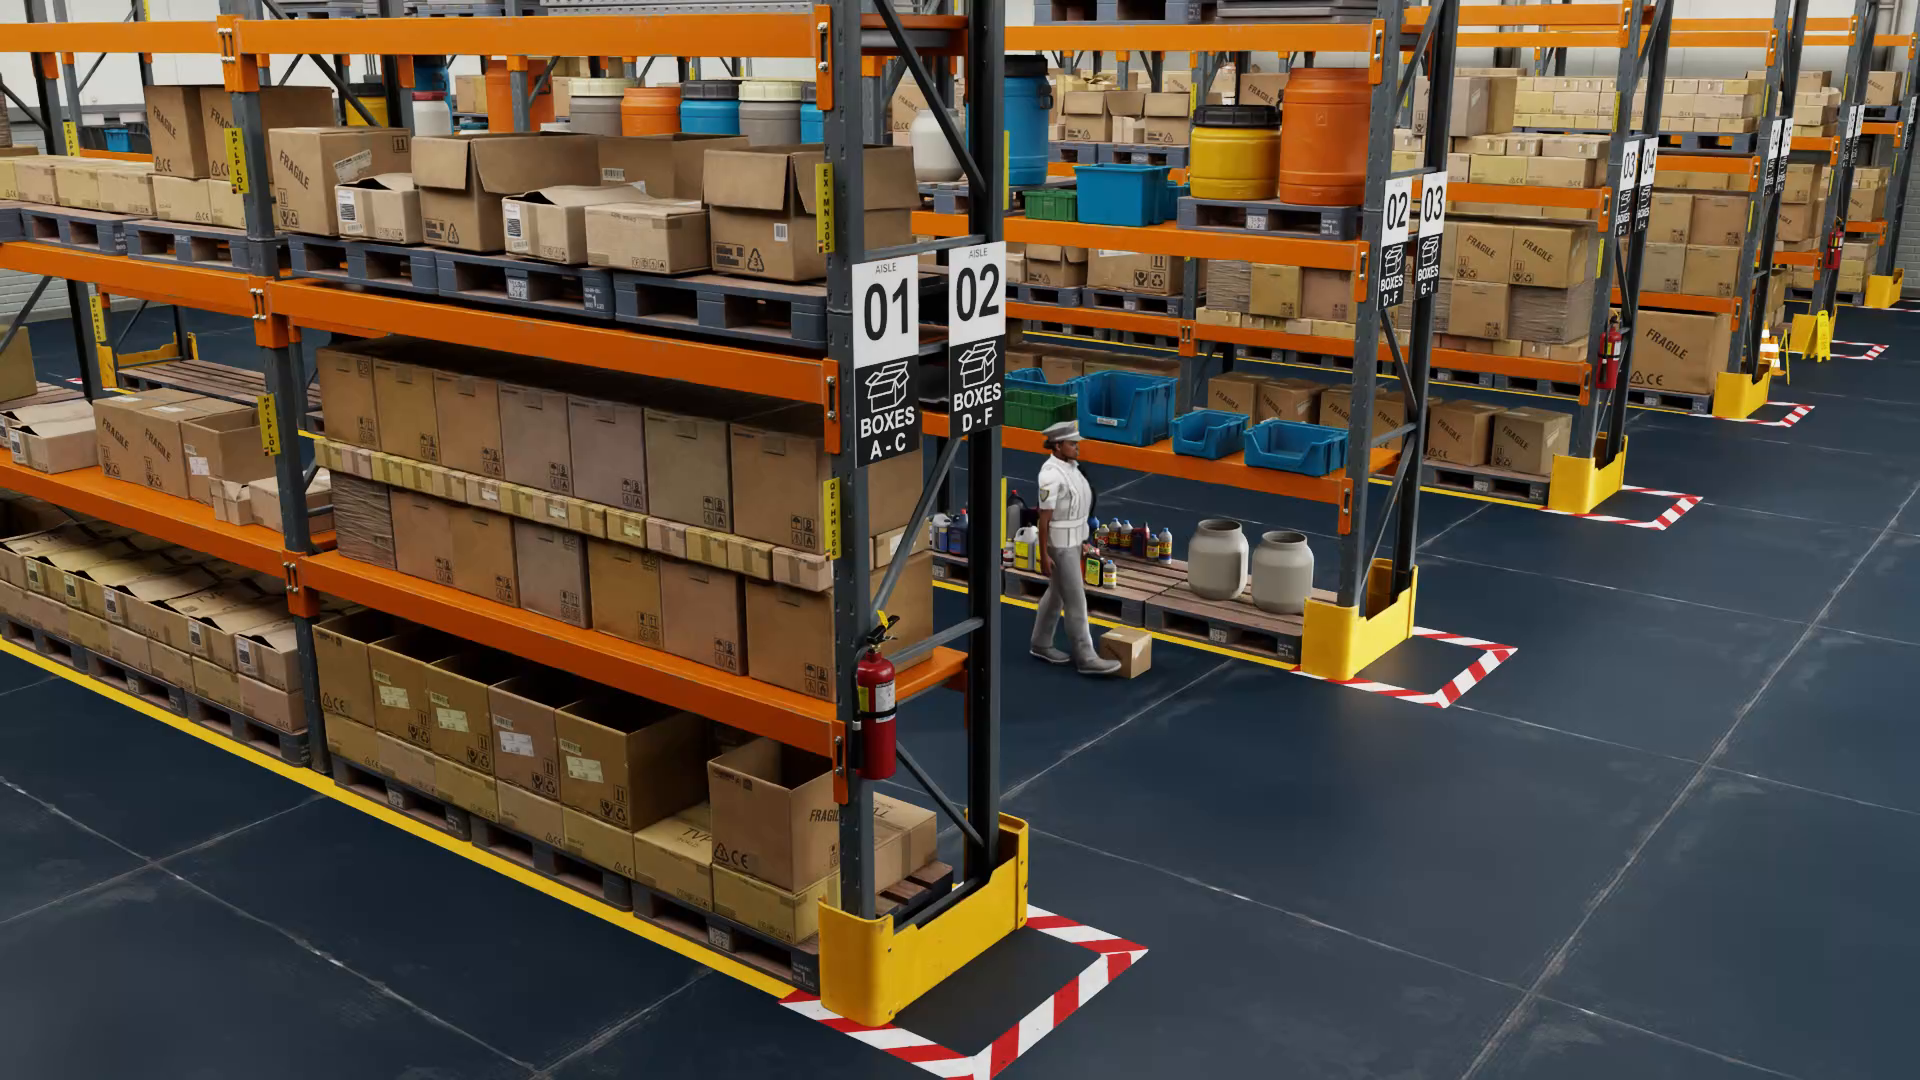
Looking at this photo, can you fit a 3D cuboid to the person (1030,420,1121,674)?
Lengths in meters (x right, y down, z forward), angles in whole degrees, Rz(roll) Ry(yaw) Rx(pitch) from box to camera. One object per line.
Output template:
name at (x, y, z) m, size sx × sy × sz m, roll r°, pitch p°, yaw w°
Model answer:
person at (0.776, 0.038, 10.864) m, size 0.694 × 1.673 × 0.462 m, roll 7°, pitch 18°, yaw 23°
